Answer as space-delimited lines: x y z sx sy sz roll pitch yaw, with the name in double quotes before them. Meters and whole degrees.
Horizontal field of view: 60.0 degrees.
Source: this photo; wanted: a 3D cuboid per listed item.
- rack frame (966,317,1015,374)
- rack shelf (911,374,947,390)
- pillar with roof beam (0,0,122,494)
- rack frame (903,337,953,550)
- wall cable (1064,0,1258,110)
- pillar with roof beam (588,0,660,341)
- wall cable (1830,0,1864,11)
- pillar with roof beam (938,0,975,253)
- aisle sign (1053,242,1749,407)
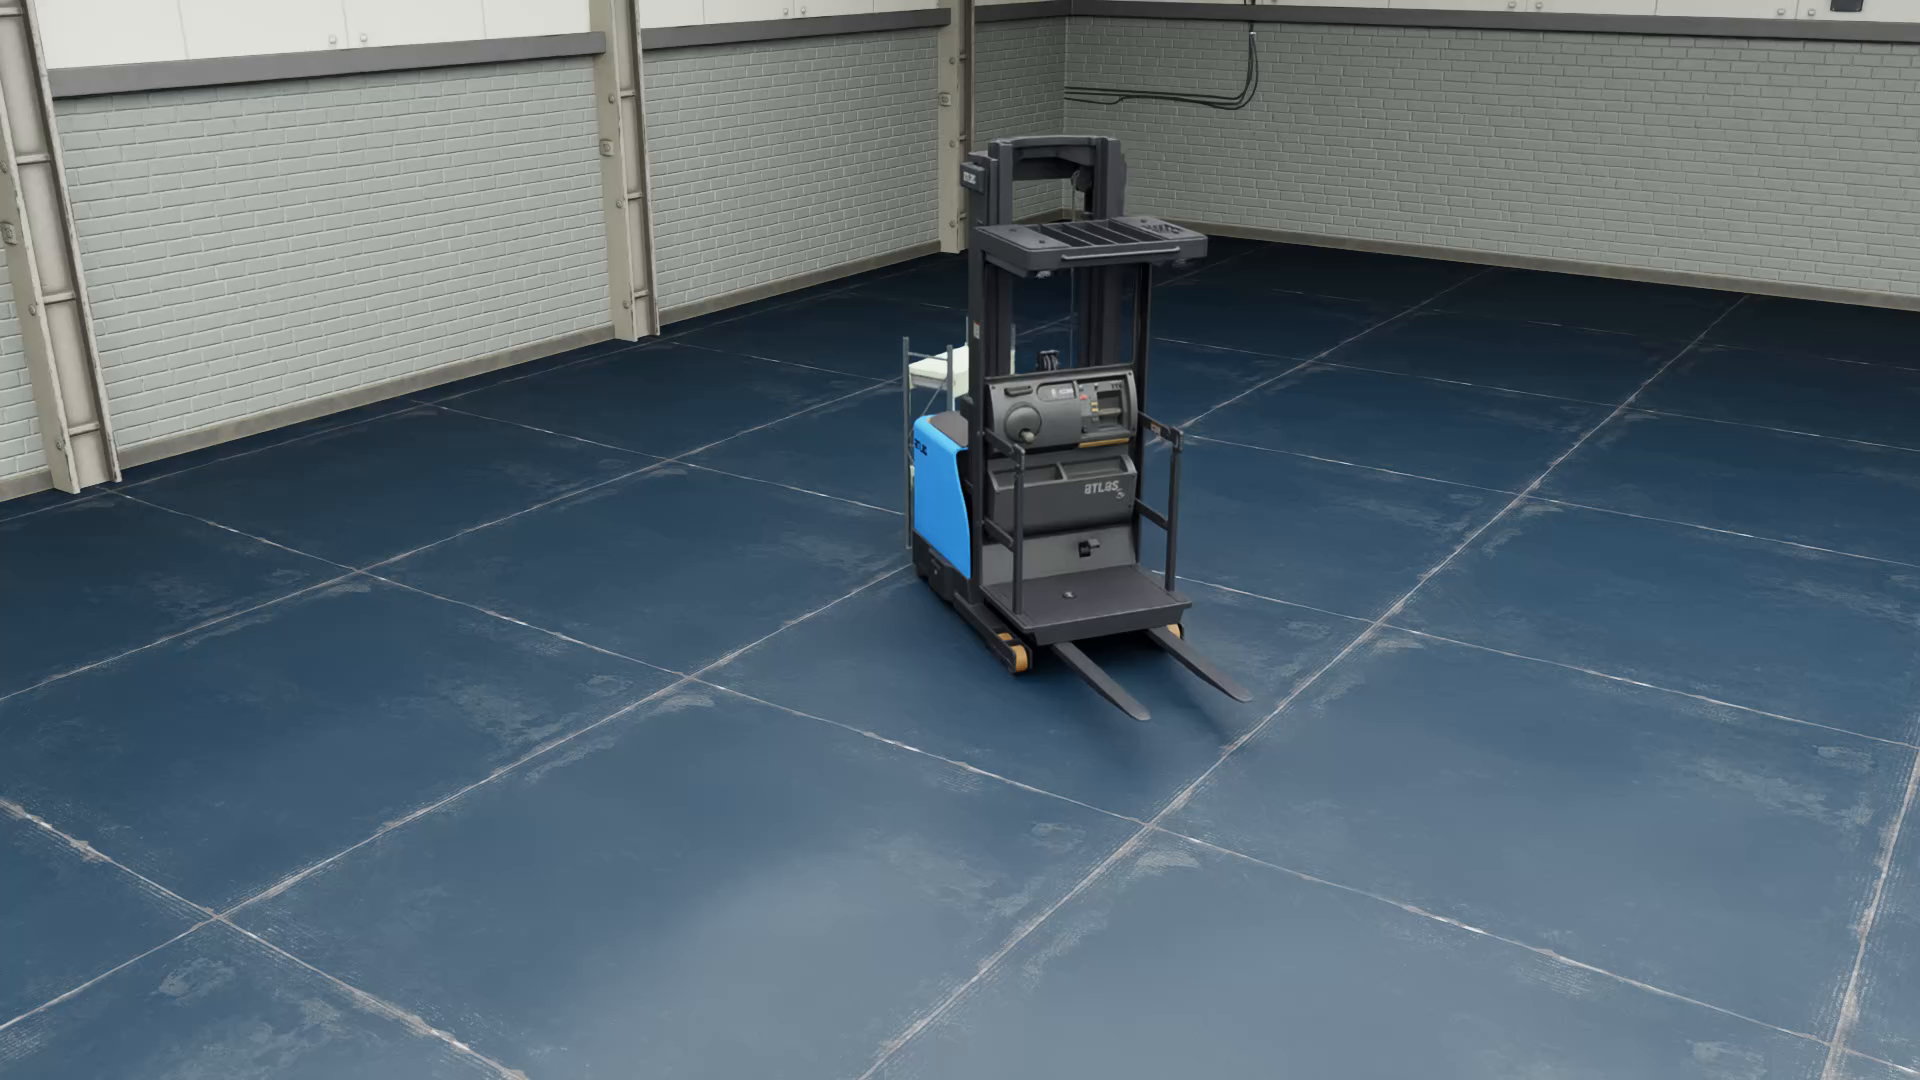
"rack frame" 0.213 -0.817 11.812 0.400 1.500 0.023 14 24 33
"rack shelf" 0.000 -1.147 11.372 0.332 0.071 0.664 14 24 33
"pillar with roof beam" -3.234 -3.819 9.119 9.100 9.000 0.400 13 24 32
"rack frame" -0.213 -0.611 11.254 0.400 1.500 0.023 14 24 33
"wall cable" 2.701 -7.233 22.823 3.097 2.526 0.112 13 24 32
"pillar with roof beam" 0.139 -5.541 13.773 9.100 9.000 0.400 13 24 32
"wall cable" 10.544 -8.428 16.677 2.305 6.003 0.169 13 24 32
"pillar with roof beam" 0.782 -1.637 3.148 22.890 9.050 30.400 13 24 32
"aisle sign" 5.174 -2.650 18.928 6.000 0.001 6.000 13 24 32
